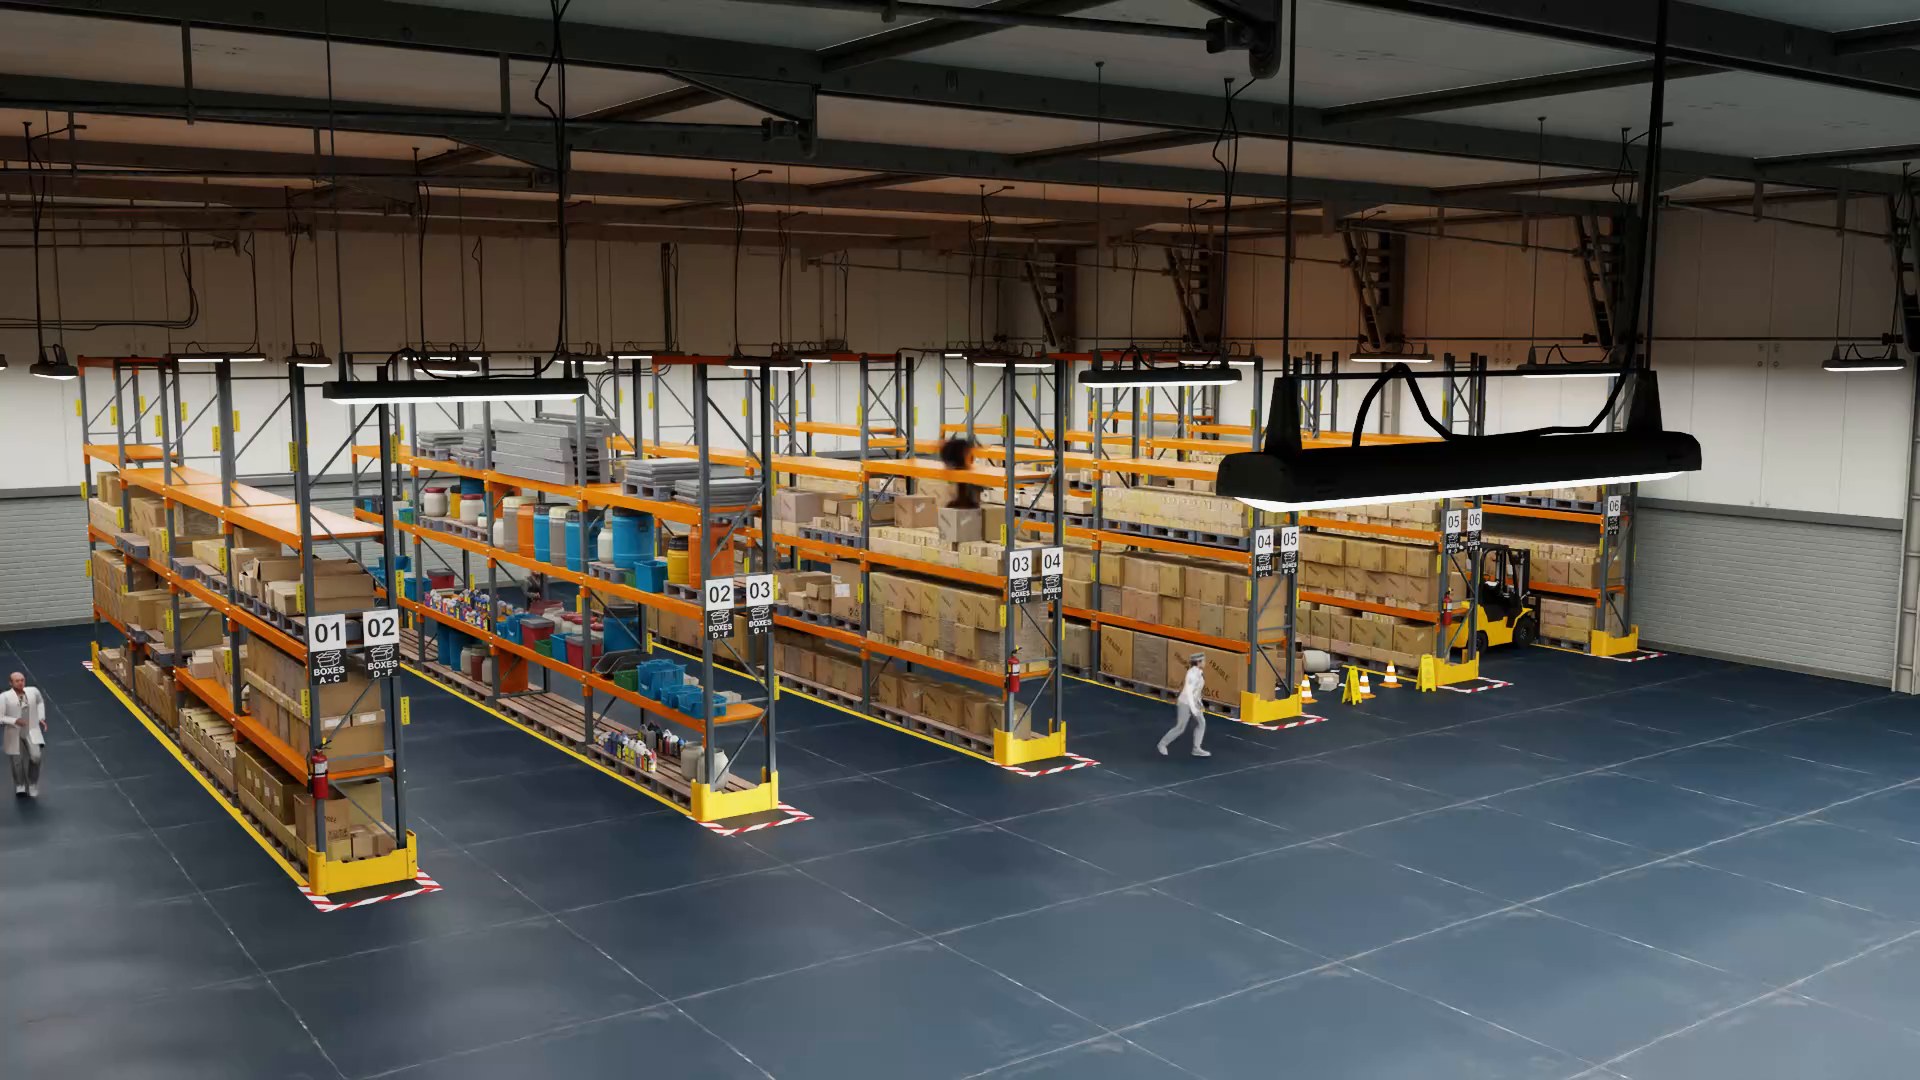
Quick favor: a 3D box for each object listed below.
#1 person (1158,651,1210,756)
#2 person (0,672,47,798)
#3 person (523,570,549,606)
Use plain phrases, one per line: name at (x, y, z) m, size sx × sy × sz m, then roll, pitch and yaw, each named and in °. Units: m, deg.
person at (3.424, 2.476, 25.307) m, size 0.799 × 1.606 × 0.655 m, roll 3°, pitch 7°, yaw 20°
person at (-12.897, 2.735, 22.882) m, size 0.655 × 1.687 × 0.850 m, roll -6°, pitch 9°, yaw -39°
person at (-8.603, 0.939, 33.879) m, size 0.618 × 0.872 × 0.693 m, roll -5°, pitch 9°, yaw -36°
